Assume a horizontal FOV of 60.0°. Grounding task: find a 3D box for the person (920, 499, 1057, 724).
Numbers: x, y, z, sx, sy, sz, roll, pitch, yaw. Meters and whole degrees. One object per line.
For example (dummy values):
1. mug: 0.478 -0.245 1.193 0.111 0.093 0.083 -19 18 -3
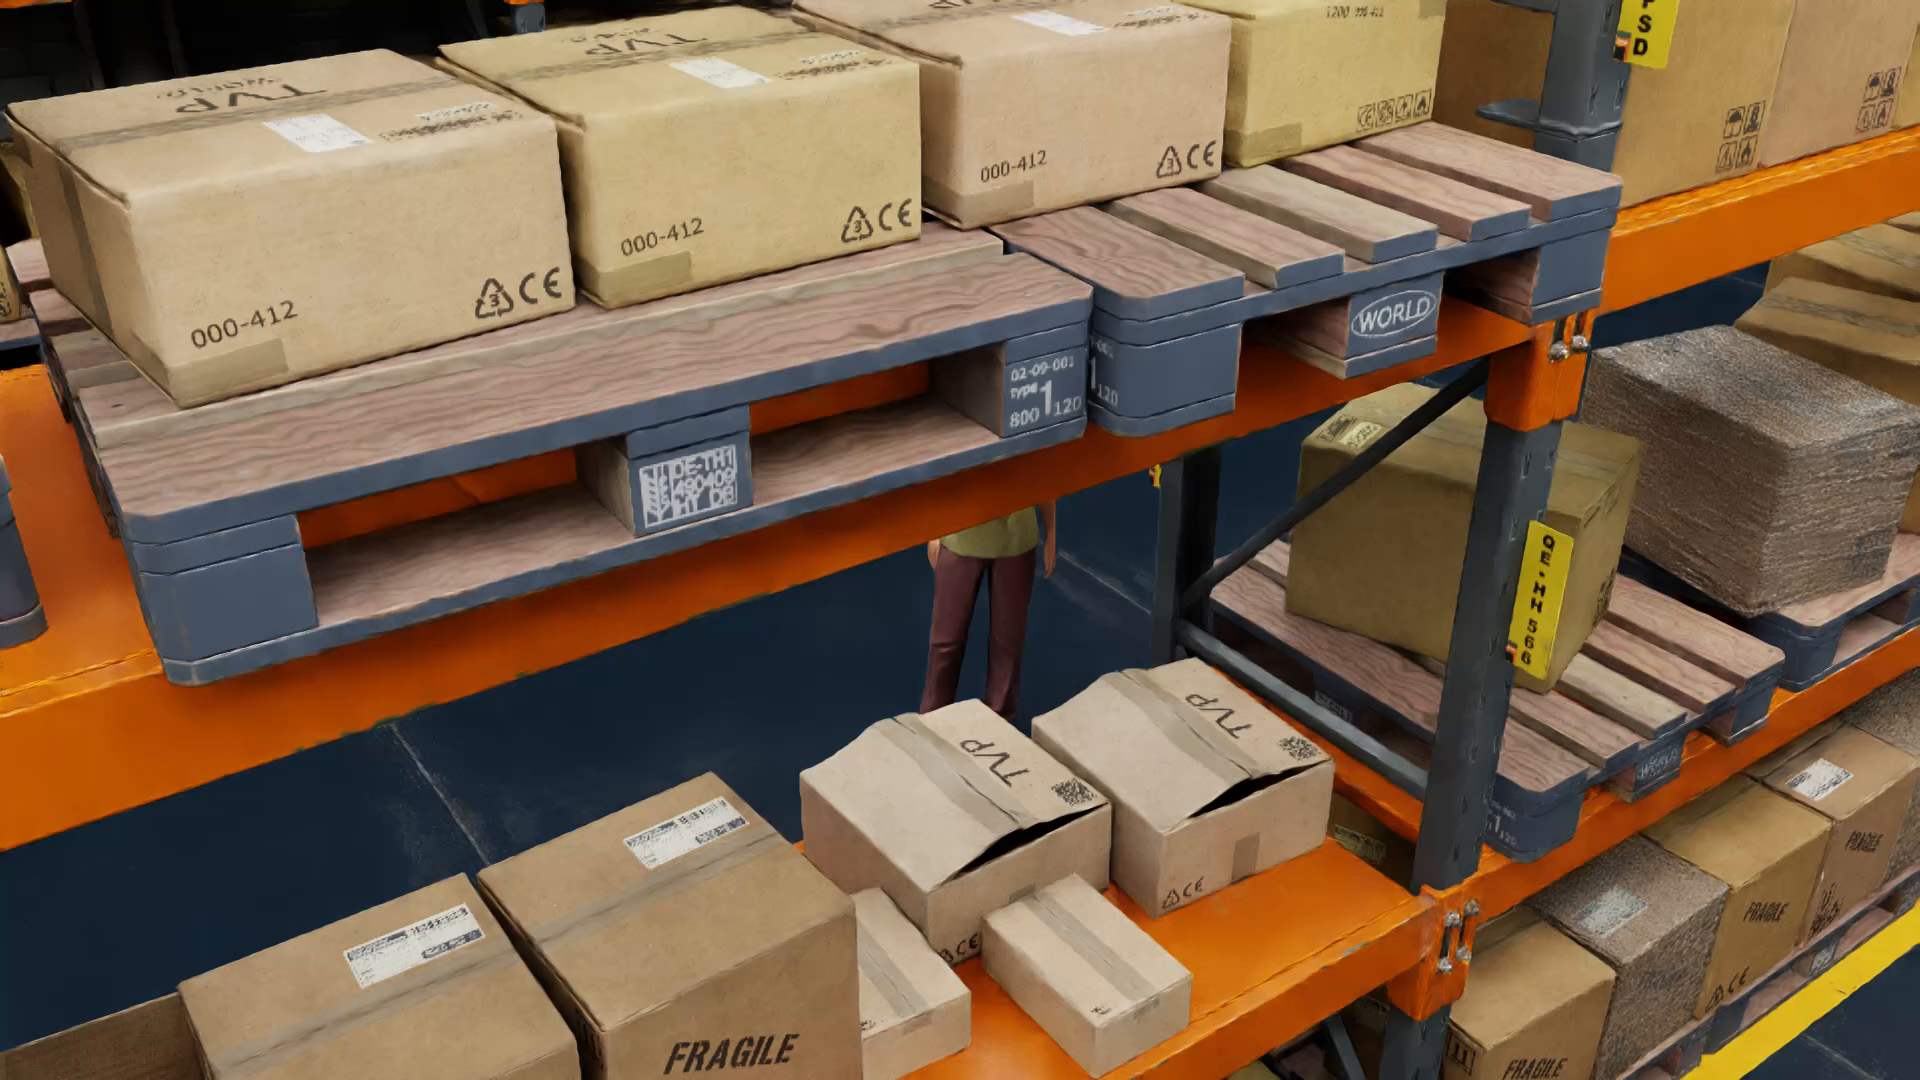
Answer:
1. person: 0.063 0.033 6.061 0.587 1.658 0.420 -1 29 -1
